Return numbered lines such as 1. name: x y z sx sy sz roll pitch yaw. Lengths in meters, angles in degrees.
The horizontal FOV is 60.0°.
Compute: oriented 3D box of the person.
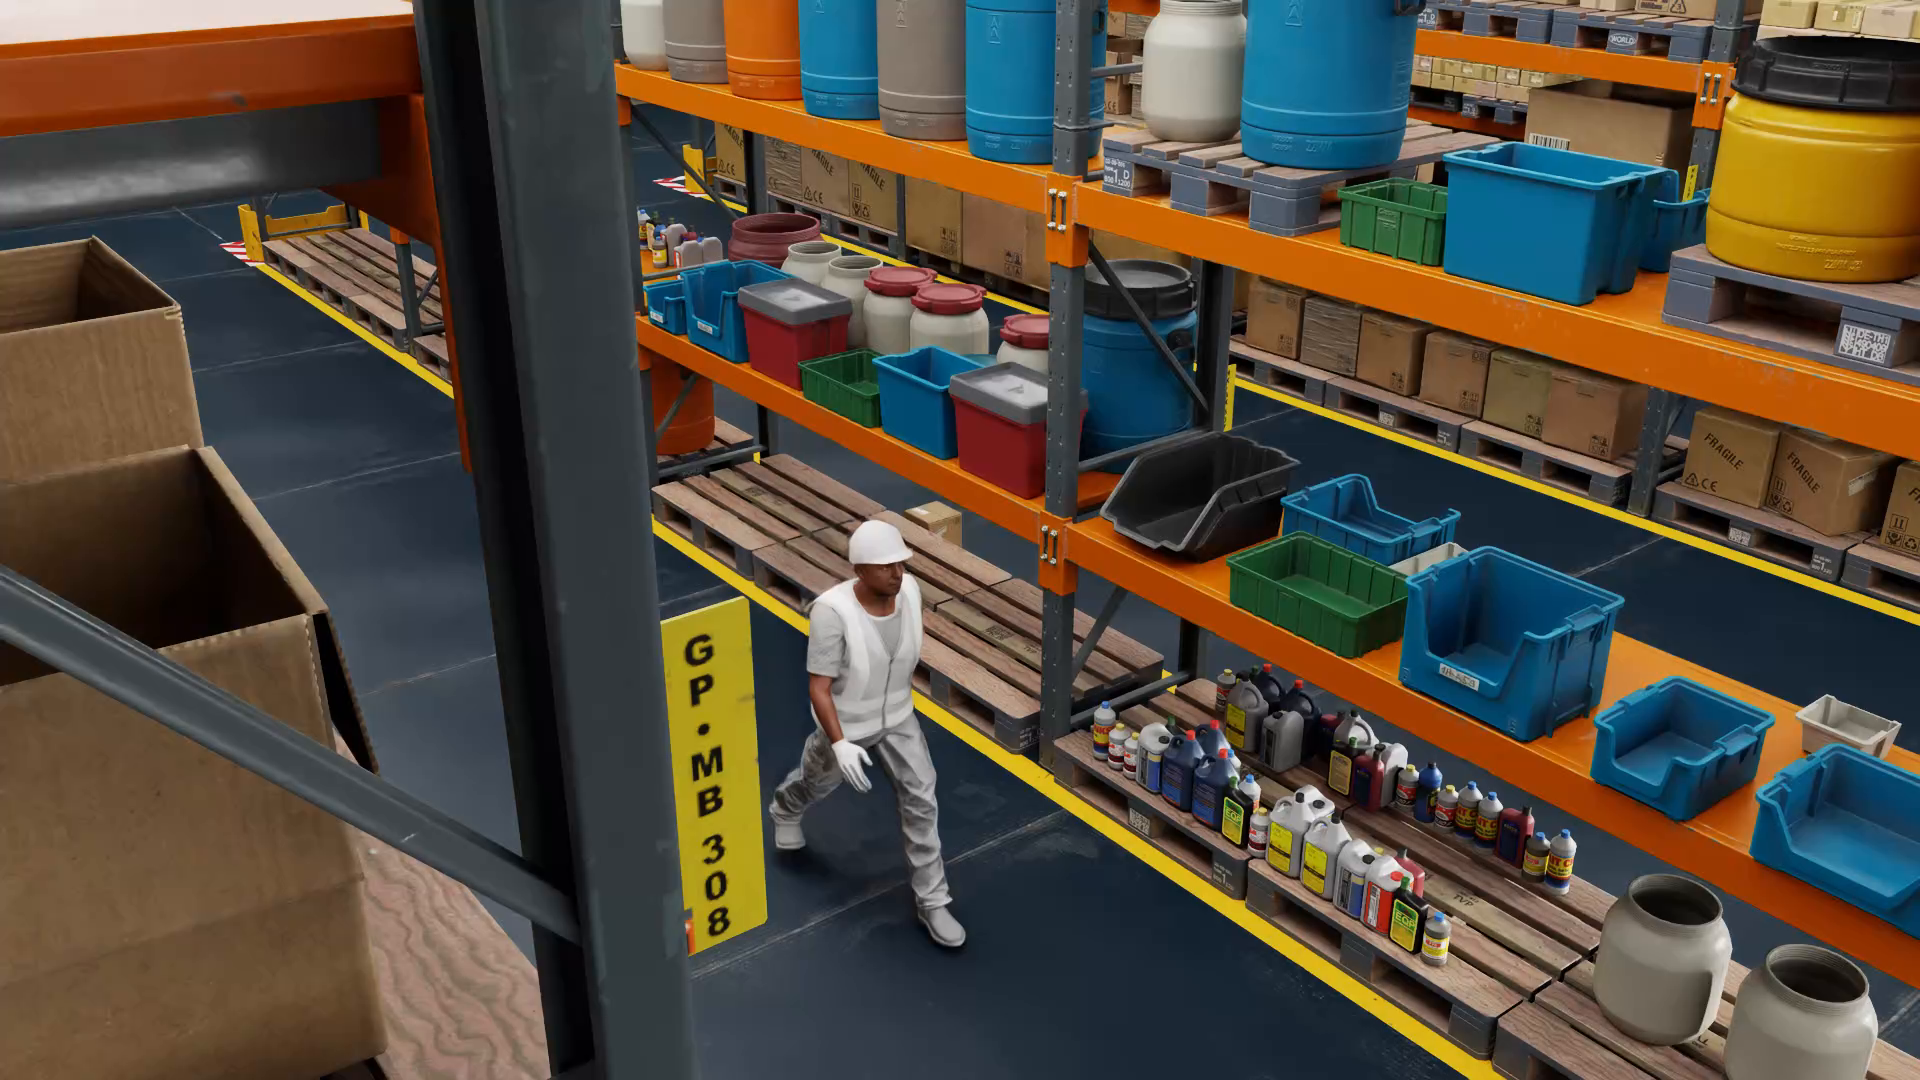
1. person: -0.386 0.691 6.668 0.613 1.709 1.162 -16 29 -32
